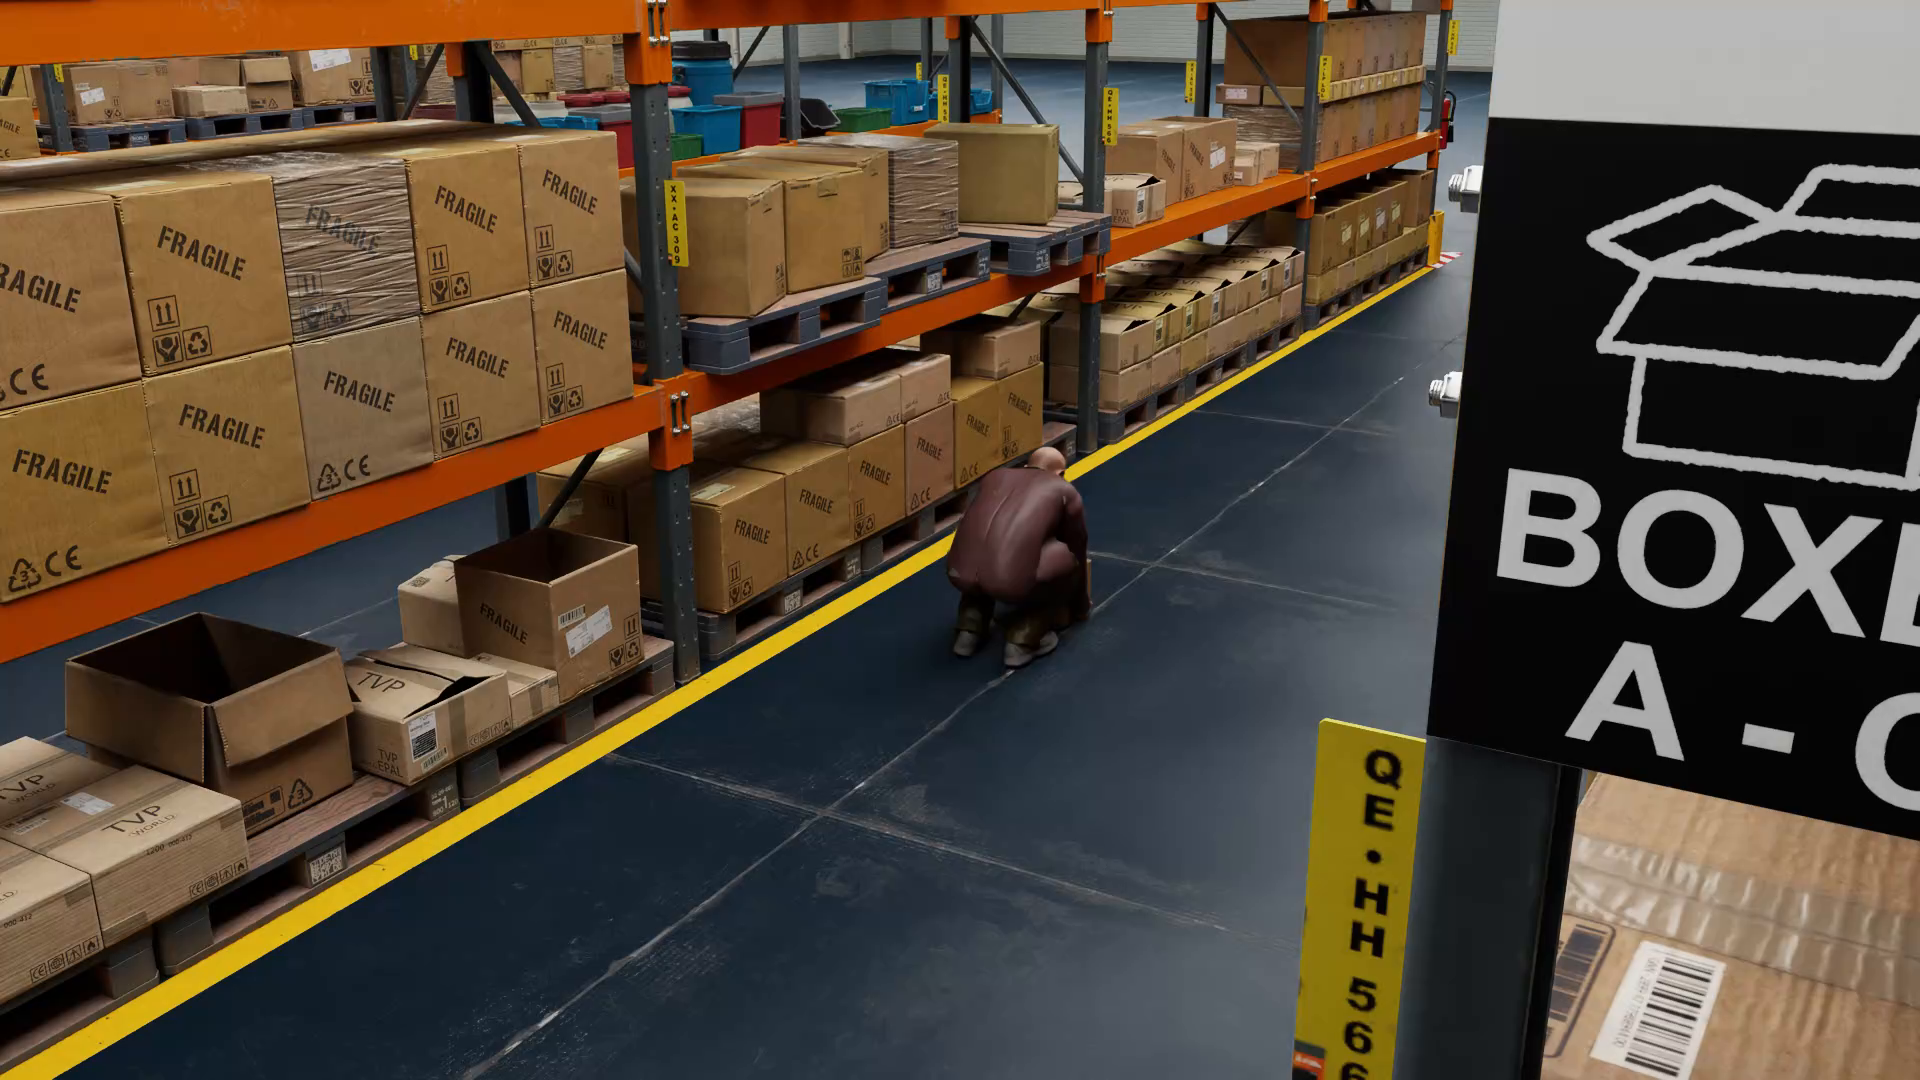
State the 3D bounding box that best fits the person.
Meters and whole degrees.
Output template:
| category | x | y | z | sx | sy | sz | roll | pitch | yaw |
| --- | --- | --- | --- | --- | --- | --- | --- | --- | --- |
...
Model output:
| category | x | y | z | sx | sy | sz | roll | pitch | yaw |
| --- | --- | --- | --- | --- | --- | --- | --- | --- | --- |
| person | 0.271 | 0.100 | 7.406 | 0.580 | 0.874 | 0.921 | 10 | 22 | 27 |
